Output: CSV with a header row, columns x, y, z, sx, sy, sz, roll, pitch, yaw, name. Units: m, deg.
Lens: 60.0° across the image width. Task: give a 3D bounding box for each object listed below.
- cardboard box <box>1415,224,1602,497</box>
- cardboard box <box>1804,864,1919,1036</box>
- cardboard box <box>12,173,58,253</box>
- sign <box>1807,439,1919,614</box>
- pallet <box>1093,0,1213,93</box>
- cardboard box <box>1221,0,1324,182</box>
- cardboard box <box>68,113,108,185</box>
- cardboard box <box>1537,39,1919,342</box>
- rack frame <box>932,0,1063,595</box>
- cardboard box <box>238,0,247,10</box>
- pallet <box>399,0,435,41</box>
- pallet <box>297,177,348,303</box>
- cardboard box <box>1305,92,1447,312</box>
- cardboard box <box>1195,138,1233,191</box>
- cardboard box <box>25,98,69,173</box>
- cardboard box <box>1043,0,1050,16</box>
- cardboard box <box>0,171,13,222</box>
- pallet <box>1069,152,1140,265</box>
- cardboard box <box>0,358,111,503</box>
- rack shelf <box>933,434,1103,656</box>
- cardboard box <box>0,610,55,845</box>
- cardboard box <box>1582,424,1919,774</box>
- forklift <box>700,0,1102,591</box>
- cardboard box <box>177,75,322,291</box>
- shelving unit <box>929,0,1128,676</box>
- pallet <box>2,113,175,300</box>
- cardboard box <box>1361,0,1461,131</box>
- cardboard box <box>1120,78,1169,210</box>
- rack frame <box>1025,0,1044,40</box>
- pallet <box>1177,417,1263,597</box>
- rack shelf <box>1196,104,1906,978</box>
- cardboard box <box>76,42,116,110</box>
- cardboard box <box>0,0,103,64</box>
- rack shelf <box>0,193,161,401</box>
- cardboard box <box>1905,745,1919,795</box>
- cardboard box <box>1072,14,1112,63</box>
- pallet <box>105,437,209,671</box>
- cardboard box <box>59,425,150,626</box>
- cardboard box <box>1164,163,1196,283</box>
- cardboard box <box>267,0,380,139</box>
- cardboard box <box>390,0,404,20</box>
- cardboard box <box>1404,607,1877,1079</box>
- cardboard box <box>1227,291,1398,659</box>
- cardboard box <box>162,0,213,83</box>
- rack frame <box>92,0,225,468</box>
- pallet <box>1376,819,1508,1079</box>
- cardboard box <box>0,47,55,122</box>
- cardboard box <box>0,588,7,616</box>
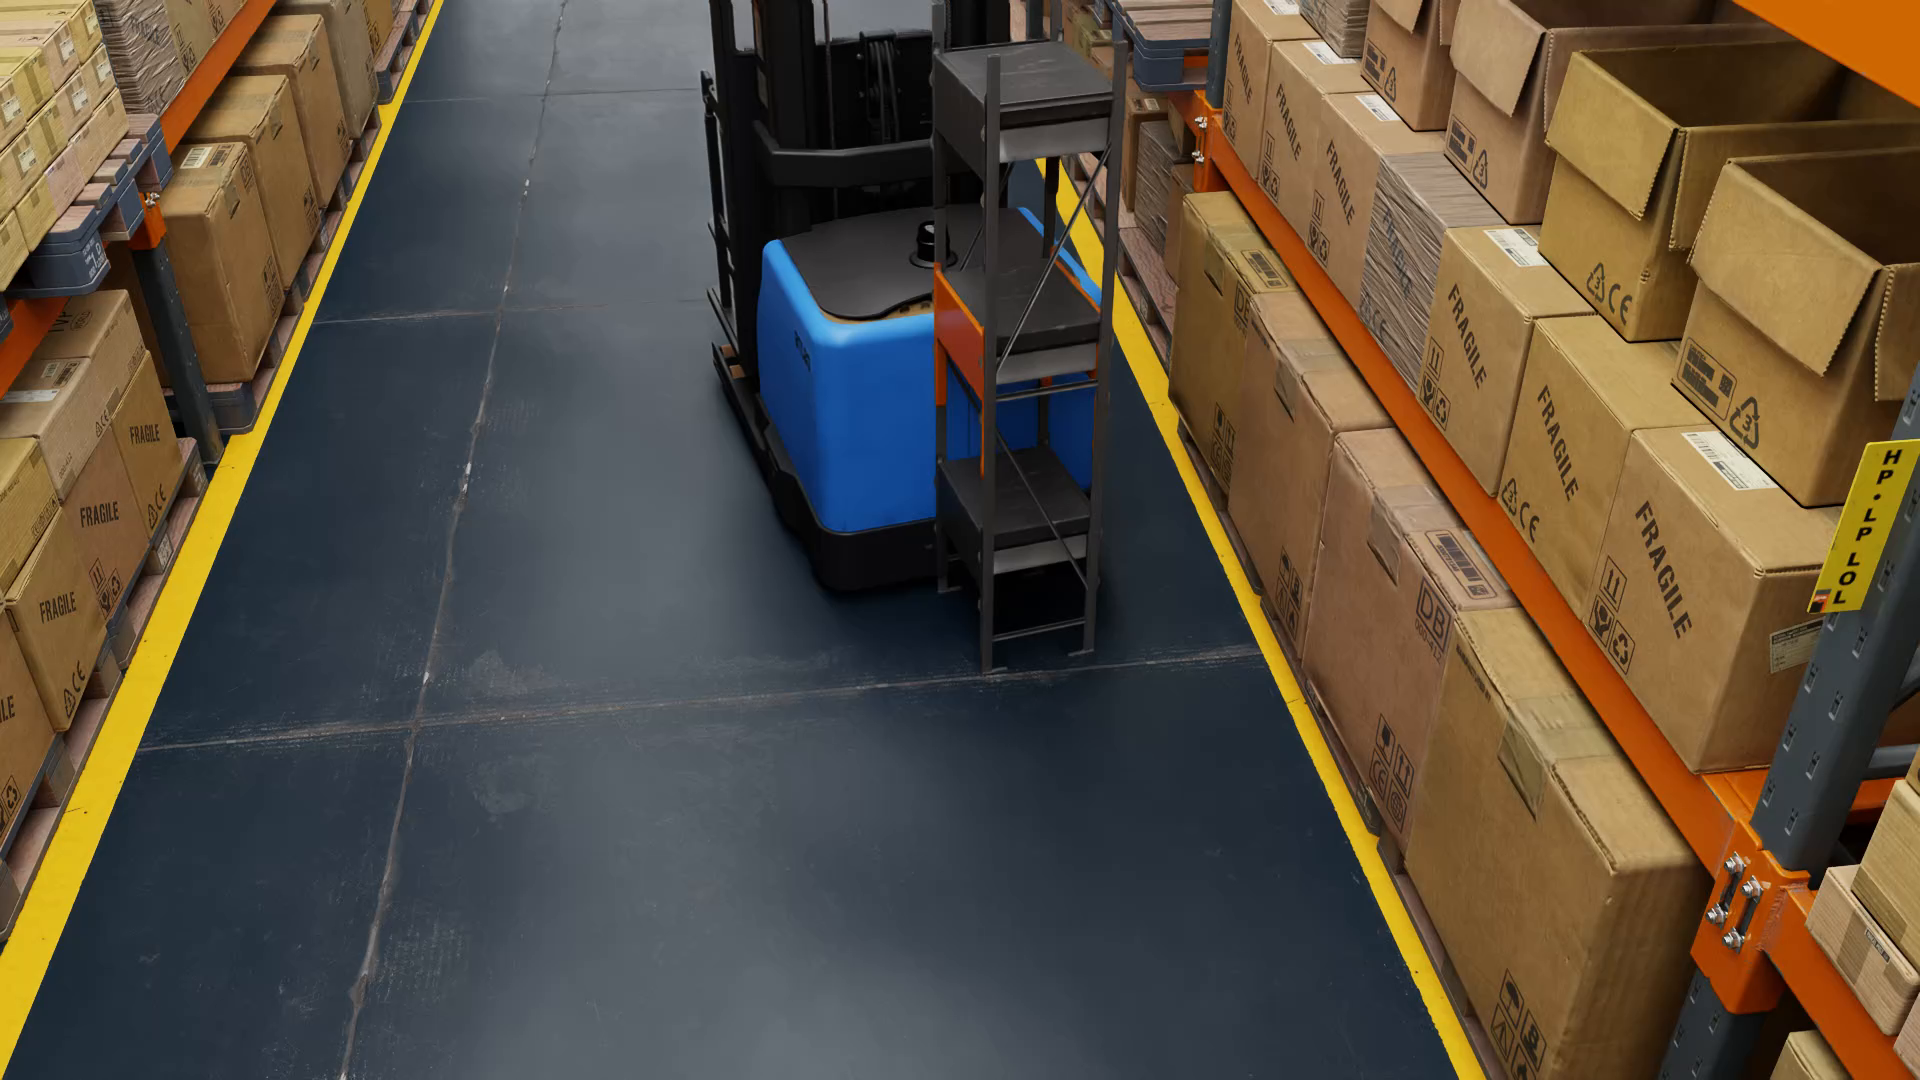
x,y,z,sx,sy,sz,roll,pitch,yaw,name
1.512,-0.468,4.184,0.500,0.500,0.500,-5,35,-7,cardboard box
1.692,0.676,2.818,0.380,0.149,0.250,-4,35,-6,cardboard box
-2.866,-0.939,4.814,0.380,0.149,0.250,-5,35,-7,cardboard box
1.446,-0.017,2.654,0.100,0.325,0.005,-4,35,-6,sign
1.243,-2.161,6.927,1.213,0.211,1.003,-4,35,-6,pallet
1.240,-1.600,5.845,0.500,0.500,0.500,-3,34,-5,cardboard box
-2.931,-1.222,5.229,0.380,0.149,0.250,-4,35,-7,cardboard box
1.807,-0.814,3.801,0.797,0.503,0.637,-4,34,-6,cardboard box
0.111,-0.710,5.427,0.400,2.100,0.015,-11,36,-15,rack frame
-3.481,-2.687,7.440,0.500,0.500,0.500,-5,35,-7,cardboard box
-4.215,-3.723,11.526,1.003,0.211,1.213,-4,35,-6,pallet
-3.677,-1.504,8.269,1.003,0.211,1.213,-4,35,-6,pallet
1.384,-1.027,5.004,0.500,0.500,0.500,-5,35,-7,cardboard box
1.324,-1.681,7.216,0.500,0.250,0.500,-3,34,-4,cardboard box
-2.891,-1.187,4.914,0.380,0.149,0.250,-4,34,-5,cardboard box
0.807,-3.768,10.963,0.500,0.500,0.500,6,35,9,cardboard box
-2.827,-0.908,4.505,0.380,0.149,0.250,-5,35,-7,cardboard box
1.180,-1.814,8.724,1.003,0.211,1.213,-4,35,-6,pallet
-3.054,-0.339,5.264,0.500,0.250,0.500,-4,34,-6,cardboard box
0.187,0.011,5.637,0.431,0.518,0.480,-11,36,-15,rack shelf
-2.940,0.542,4.639,0.500,0.500,0.500,-4,34,-6,cardboard box
1.649,0.100,3.351,0.500,0.500,0.500,-4,35,-6,cardboard box
-0.440,-1.858,6.374,1.130,2.935,3.031,-11,36,-15,forklift
-3.598,-1.609,7.573,1.050,0.750,0.750,-4,34,-6,cardboard box
0.187,-0.579,5.235,0.431,2.100,0.503,-11,36,-15,shelving unit
-3.283,-1.062,5.315,1.213,0.211,1.003,-4,35,-6,pallet
1.611,-1.533,4.857,0.797,0.503,0.637,-4,34,-5,cardboard box
1.164,-1.996,8.344,0.700,0.500,0.500,-2,34,-2,cardboard box
0.906,-4.083,9.577,1.000,3.000,0.127,-4,35,-6,rack frame
1.475,-0.252,6.433,1.003,0.211,1.213,-4,35,-6,pallet
1.713,-0.437,4.867,1.077,0.370,4.000,-4,35,-6,rack shelf
-2.967,-1.483,5.348,0.380,0.149,0.250,-4,34,-5,cardboard box
-2.964,-1.608,5.268,0.380,0.149,0.250,-6,35,-8,cardboard box
-3.215,-0.118,4.398,1.077,0.370,4.000,-4,35,-6,rack shelf
1.793,0.298,2.353,0.500,0.500,0.500,-4,35,-6,cardboard box
1.013,-2.620,9.259,0.700,0.500,0.500,-5,35,-7,cardboard box
-3.381,0.057,5.978,1.003,0.211,1.213,-4,35,-6,pallet
-3.071,-0.034,5.483,0.500,0.500,0.500,-3,34,-4,cardboard box
1.334,-1.372,7.428,0.700,0.500,0.500,-6,35,-9,cardboard box
-3.850,-2.668,9.126,1.050,0.750,0.750,-5,35,-7,cardboard box
-4.163,-3.918,10.849,0.875,0.875,0.875,-4,34,-6,cardboard box
1.876,0.731,4.028,1.225,0.875,0.875,-4,35,-6,cardboard box
1.628,-0.261,5.484,1.225,0.875,0.875,-4,35,-6,cardboard box
-3.349,-2.127,6.619,0.500,0.500,0.500,-5,35,-7,cardboard box
-3.484,-1.531,5.833,1.000,3.000,0.127,-4,35,-6,rack frame
1.804,1.109,4.435,1.003,0.211,1.213,-4,35,-6,pallet
-2.897,-1.321,4.847,0.380,0.149,0.250,-3,34,-5,cardboard box
-2.922,0.236,4.421,0.500,0.250,0.500,-3,34,-5,cardboard box
